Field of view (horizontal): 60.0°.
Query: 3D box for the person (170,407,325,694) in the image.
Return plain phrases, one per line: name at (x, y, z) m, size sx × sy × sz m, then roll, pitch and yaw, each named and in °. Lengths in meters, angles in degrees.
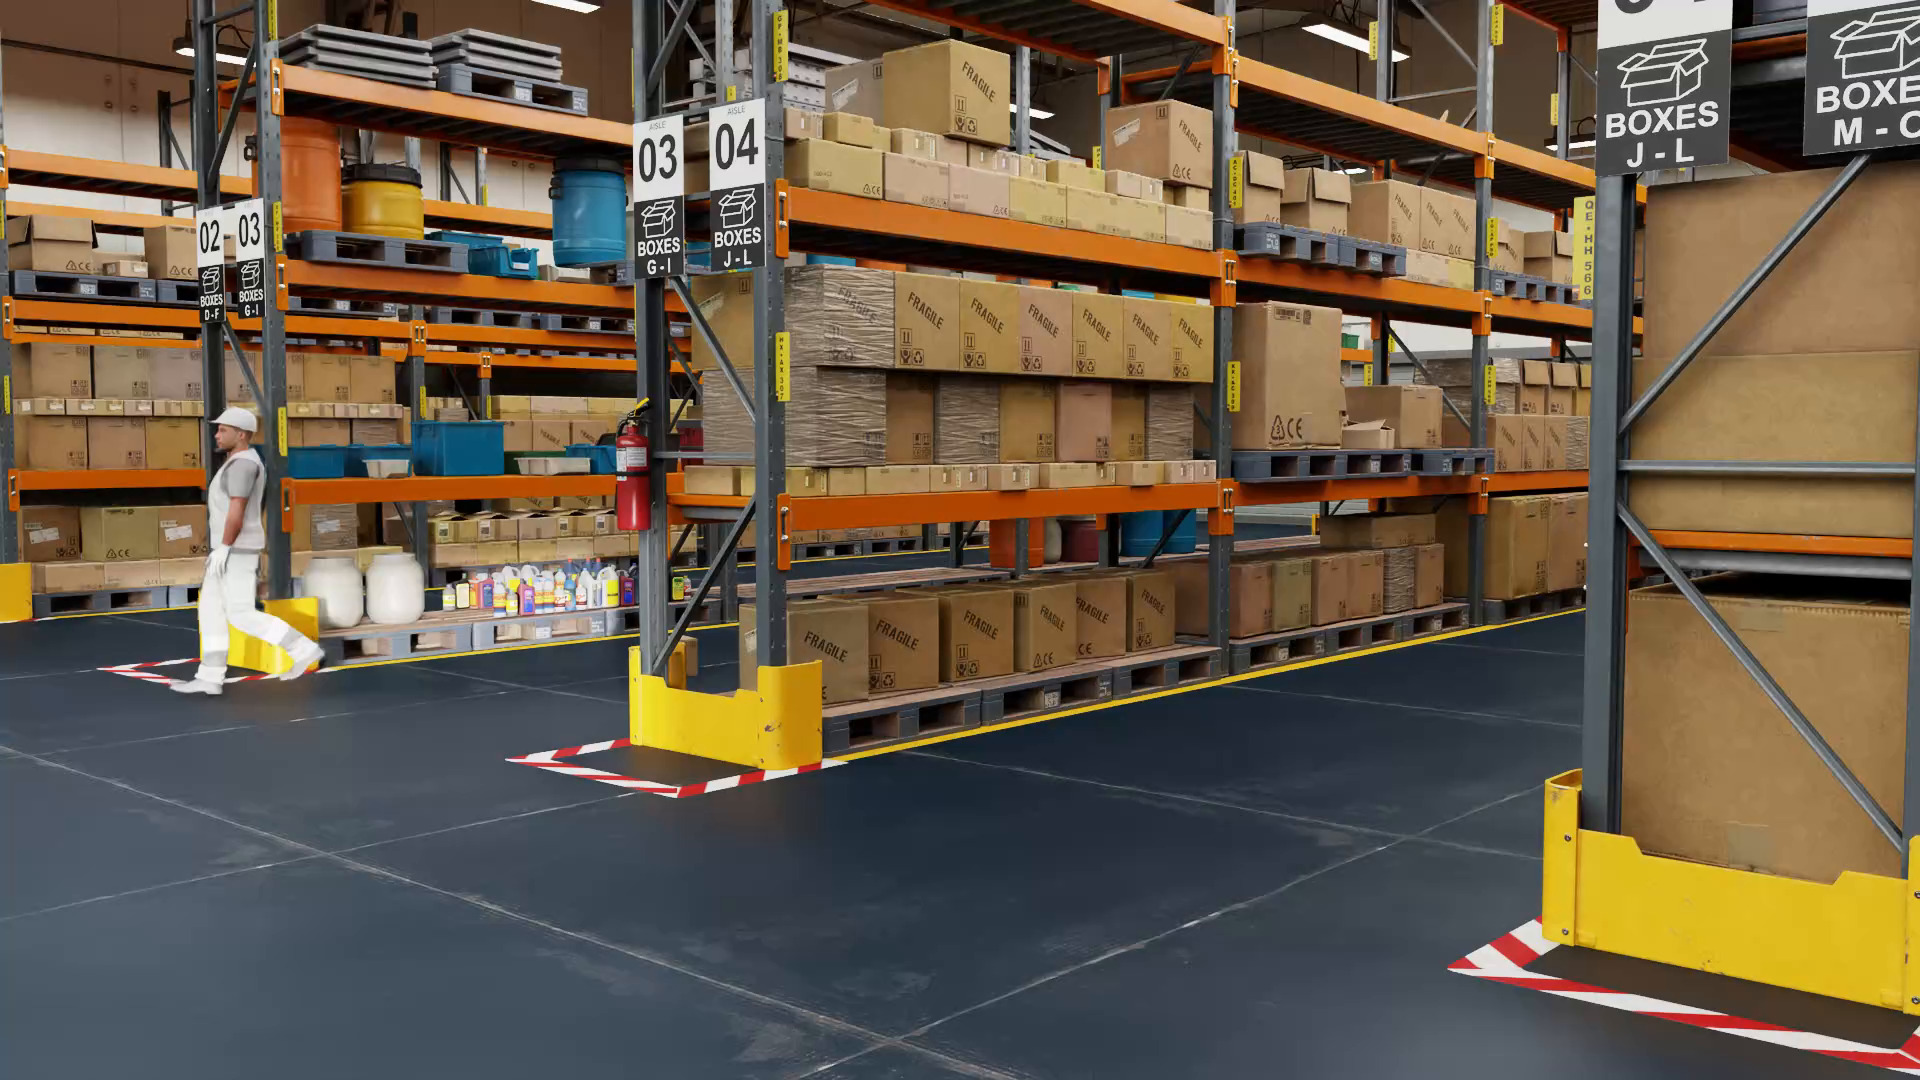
person at (-4.410, 0.068, 10.250) m, size 0.889 × 1.769 × 0.556 m, roll -1°, pitch 4°, yaw -23°
